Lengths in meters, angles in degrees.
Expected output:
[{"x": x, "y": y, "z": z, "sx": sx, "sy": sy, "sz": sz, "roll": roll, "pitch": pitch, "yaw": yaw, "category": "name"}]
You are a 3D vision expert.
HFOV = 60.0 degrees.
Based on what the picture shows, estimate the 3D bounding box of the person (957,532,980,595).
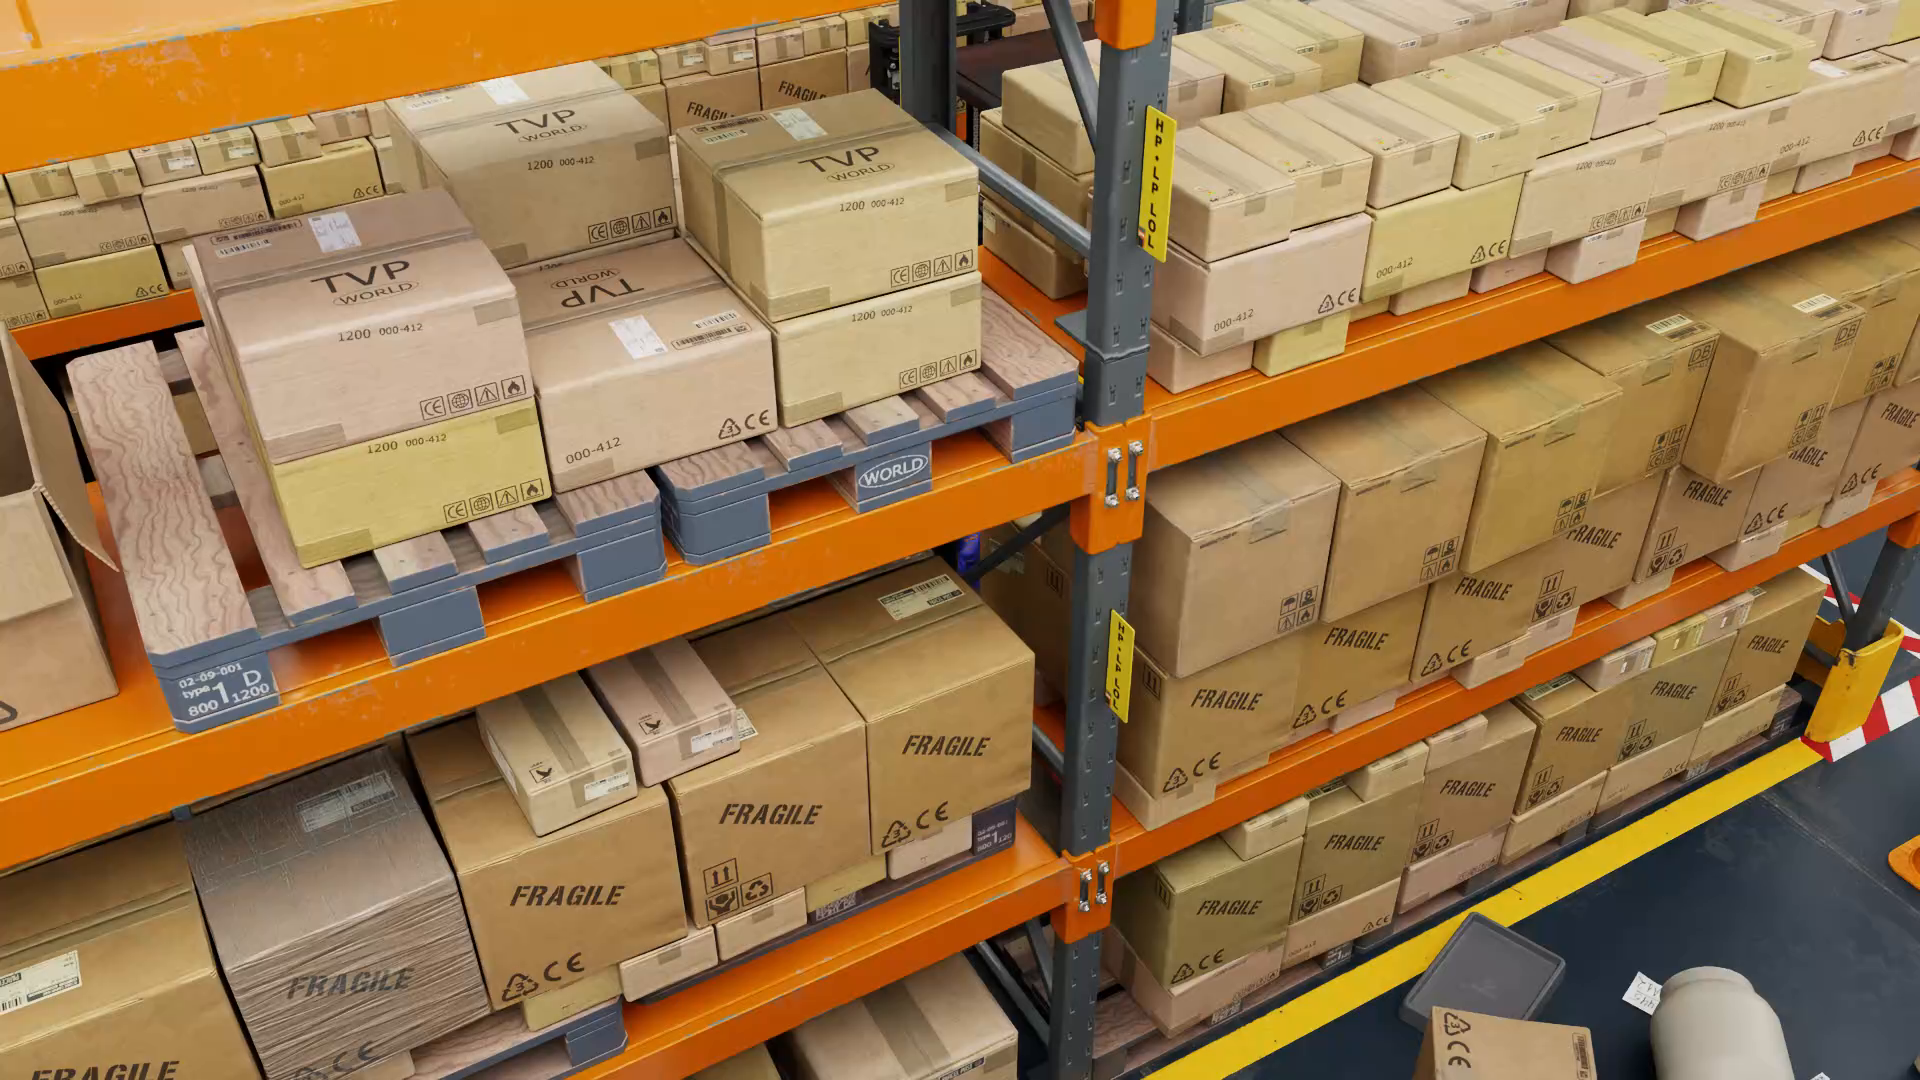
[{"x": 0.041, "y": 0.207, "z": 7.001, "sx": 0.694, "sy": 1.252, "sz": 0.500, "roll": -20, "pitch": 41, "yaw": -24, "category": "person"}]
